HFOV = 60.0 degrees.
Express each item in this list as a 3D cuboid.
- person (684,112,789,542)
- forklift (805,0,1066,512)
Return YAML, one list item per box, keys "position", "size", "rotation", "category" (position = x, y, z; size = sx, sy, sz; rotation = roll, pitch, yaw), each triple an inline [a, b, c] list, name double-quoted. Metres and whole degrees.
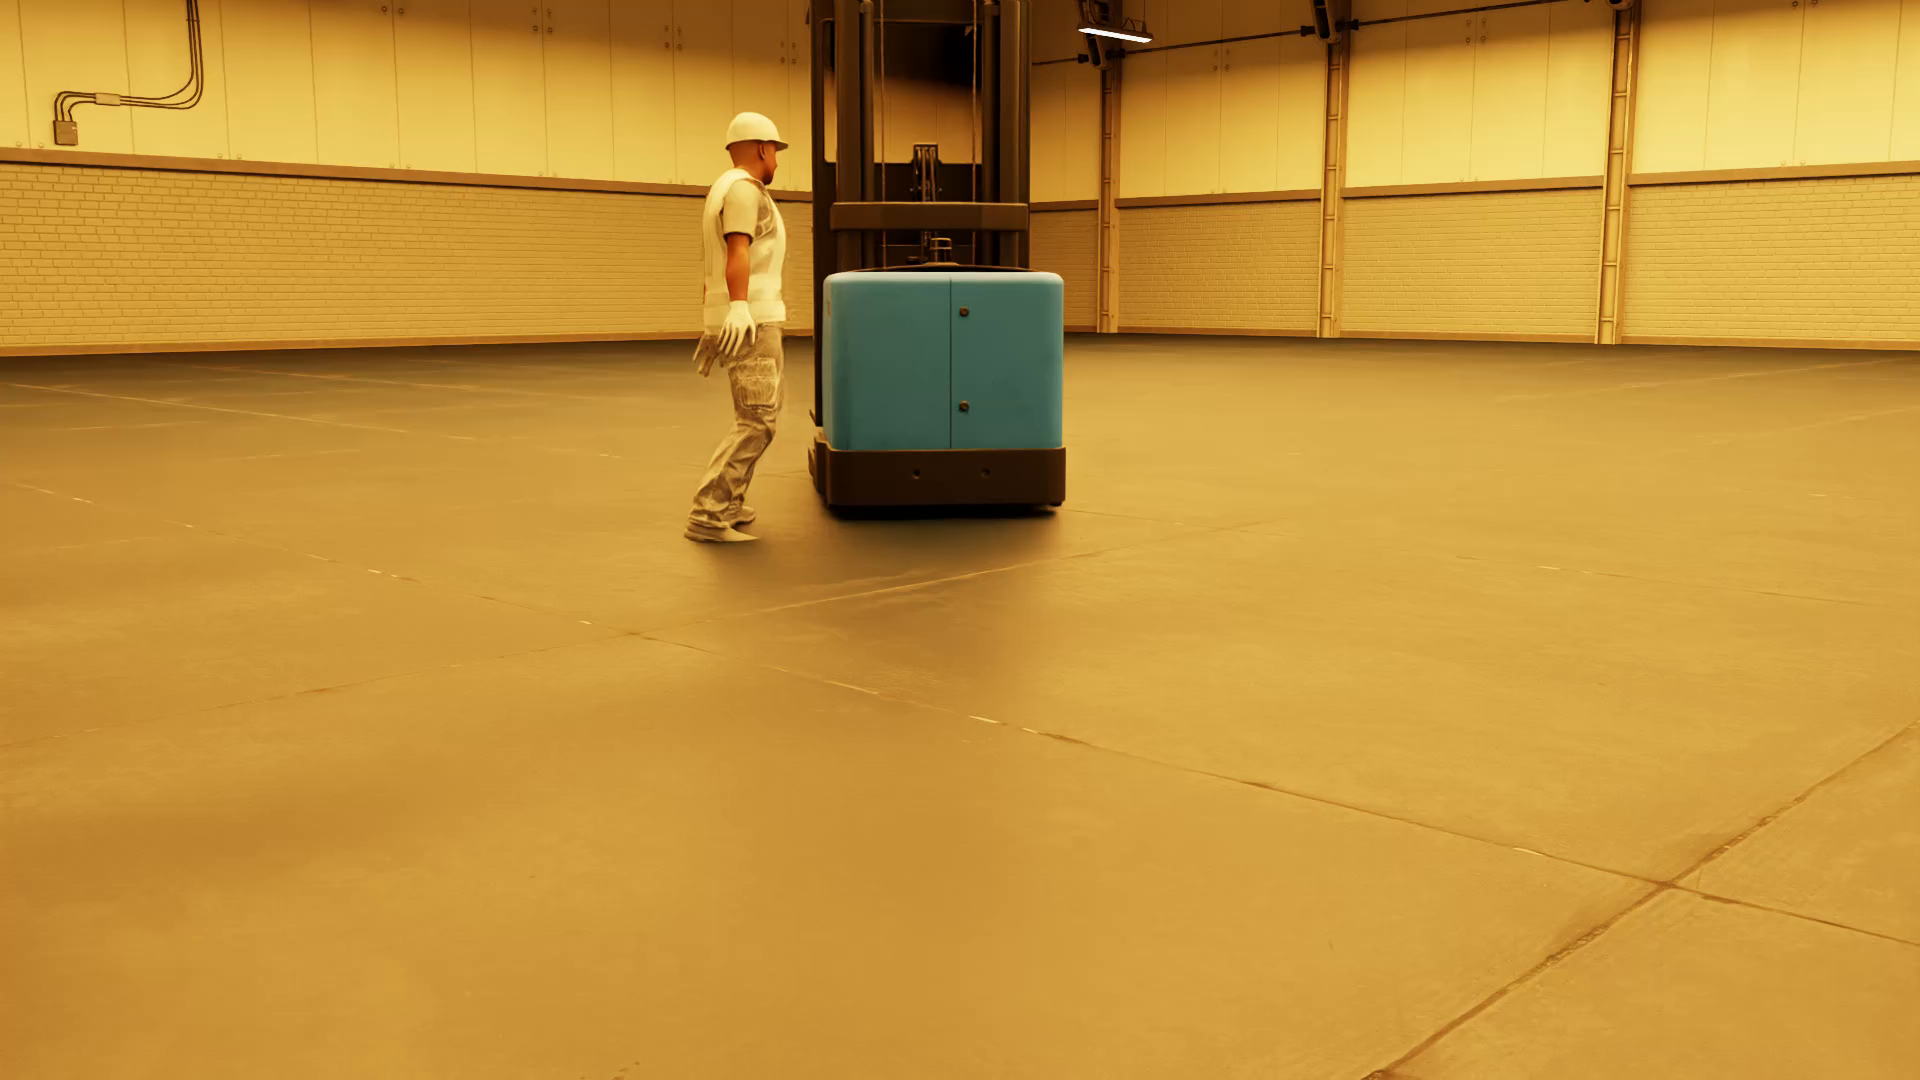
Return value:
- position: [-0.906, -0.850, 6.755]
  size: [0.484, 1.754, 0.907]
  rotation: [-2, 9, -13]
  category: "person"
- position: [-0.225, -1.757, 8.541]
  size: [1.130, 2.935, 3.031]
  rotation: [-1, 9, -7]
  category: "forklift"
